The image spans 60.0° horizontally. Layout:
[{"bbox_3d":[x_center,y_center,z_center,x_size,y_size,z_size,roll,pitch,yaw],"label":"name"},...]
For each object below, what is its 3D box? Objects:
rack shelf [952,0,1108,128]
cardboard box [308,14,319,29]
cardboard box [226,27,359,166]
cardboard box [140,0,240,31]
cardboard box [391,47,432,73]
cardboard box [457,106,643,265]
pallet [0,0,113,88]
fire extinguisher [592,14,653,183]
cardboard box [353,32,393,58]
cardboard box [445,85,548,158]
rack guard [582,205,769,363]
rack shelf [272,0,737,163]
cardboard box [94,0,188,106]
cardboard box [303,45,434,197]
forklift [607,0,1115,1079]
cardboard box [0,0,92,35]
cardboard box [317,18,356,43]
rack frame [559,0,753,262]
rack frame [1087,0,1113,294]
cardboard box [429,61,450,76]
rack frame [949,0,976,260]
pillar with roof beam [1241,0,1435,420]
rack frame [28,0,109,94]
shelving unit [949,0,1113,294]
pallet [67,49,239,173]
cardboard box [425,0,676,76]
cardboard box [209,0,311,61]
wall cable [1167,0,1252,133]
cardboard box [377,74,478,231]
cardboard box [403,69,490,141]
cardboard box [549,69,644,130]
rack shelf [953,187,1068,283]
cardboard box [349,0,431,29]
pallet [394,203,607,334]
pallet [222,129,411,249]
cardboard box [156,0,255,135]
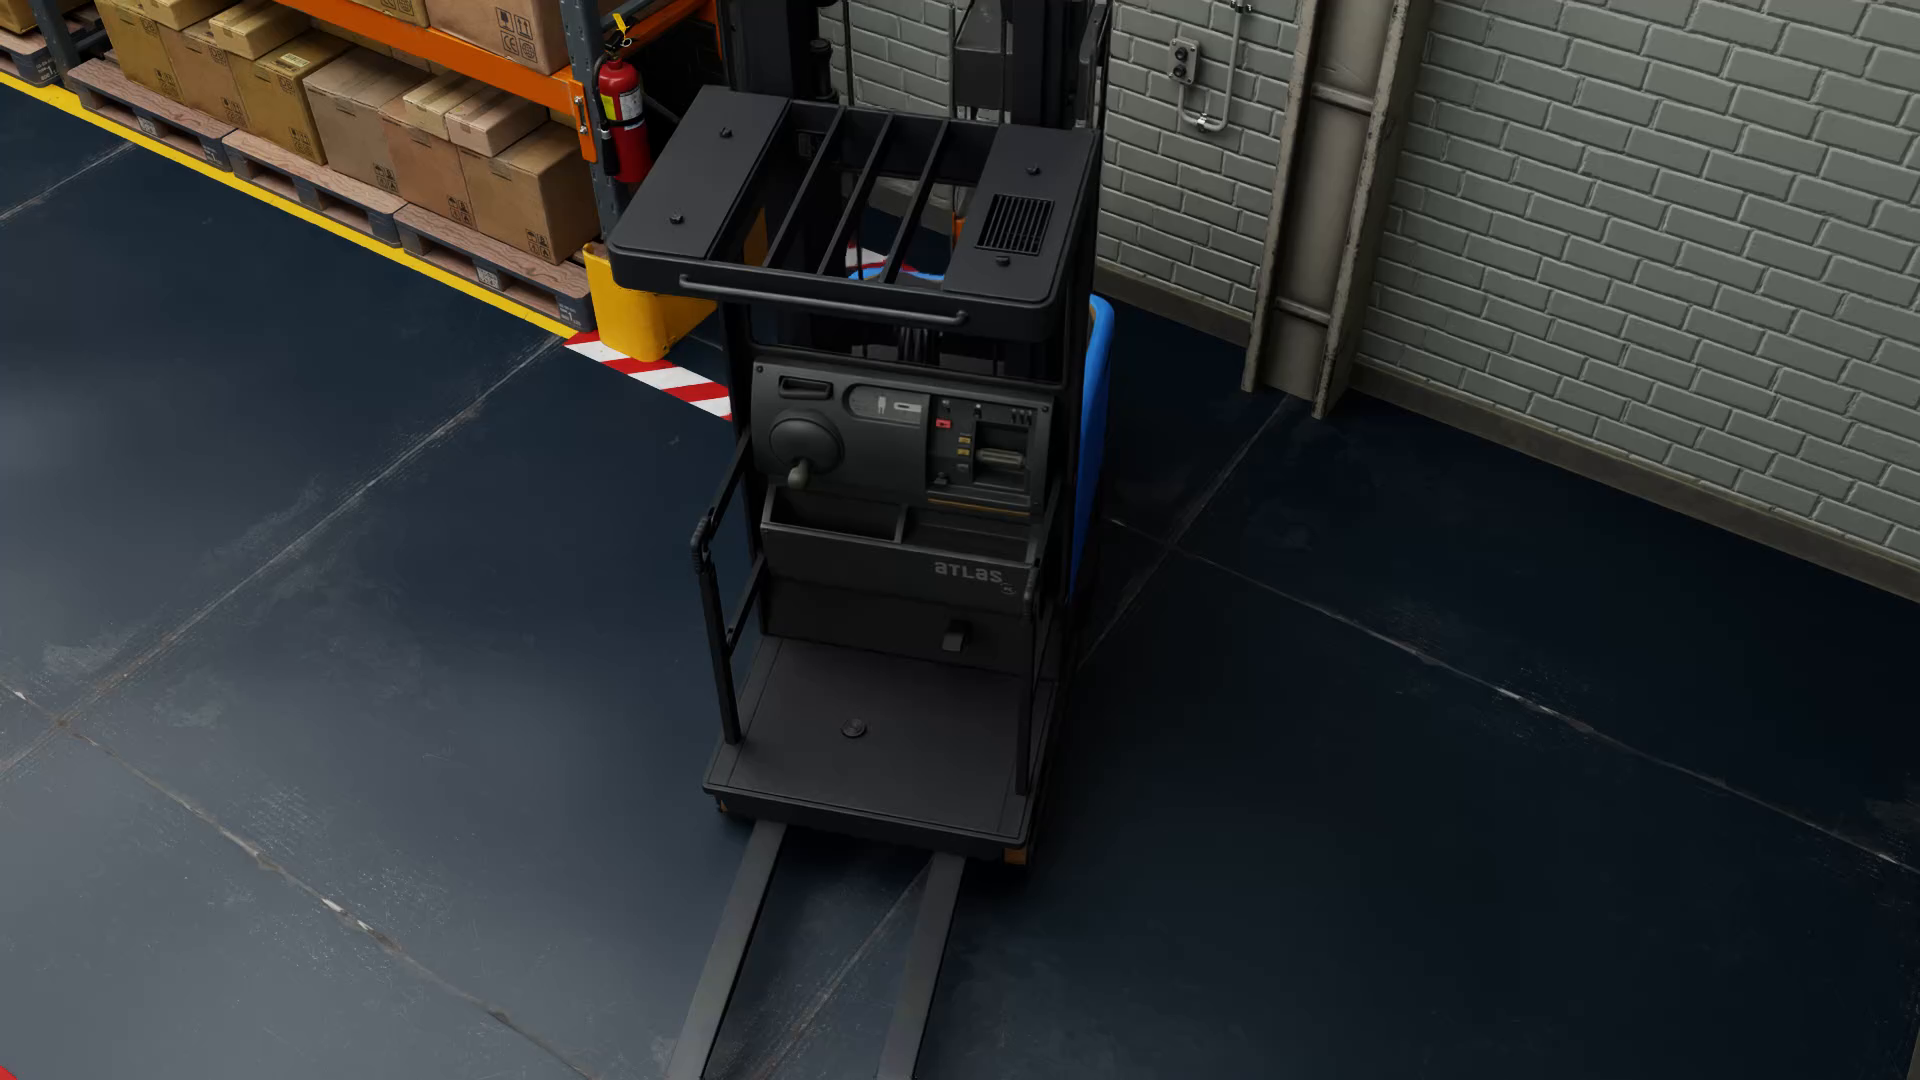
[{"bbox_3d":[0.251,-1.622,5.905,0.480,0.518,0.431,9,46,8],"label":"rack shelf"},{"bbox_3d":[-3.170,-2.731,8.310,0.250,0.149,0.380,25,51,22],"label":"cardboard box"},{"bbox_3d":[-3.183,-2.335,8.378,0.500,0.500,0.700,26,51,23],"label":"cardboard box"},{"bbox_3d":[-3.845,-2.715,8.295,0.250,0.149,0.380,26,51,23],"label":"cardboard box"},{"bbox_3d":[-2.523,-2.434,8.022,0.250,0.149,0.380,25,51,23],"label":"cardboard box"},{"bbox_3d":[-1.885,-1.745,7.804,0.500,0.500,0.700,25,51,22],"label":"cardboard box"},{"bbox_3d":[-5.299,-3.089,9.605,1.213,0.211,1.003,25,51,22],"label":"pallet"},{"bbox_3d":[-1.364,-1.765,6.688,0.183,0.674,0.296,25,51,22],"label":"fire extinguisher"},{"bbox_3d":[-2.740,-2.533,8.118,0.250,0.149,0.380,25,51,22],"label":"cardboard box"},{"bbox_3d":[-2.091,-1.911,7.513,0.250,0.149,0.380,24,51,22],"label":"cardboard box"},{"bbox_3d":[-1.221,-1.379,7.741,0.348,0.500,1.175,25,51,22],"label":"rack guard"},{"bbox_3d":[-2.925,-2.783,7.864,4.000,0.370,1.077,25,51,22],"label":"rack shelf"},{"bbox_3d":[-4.034,-2.732,8.763,0.500,0.500,0.700,25,51,23],"label":"cardboard box"},{"bbox_3d":[-2.730,-2.133,8.181,0.500,0.500,0.700,23,50,21],"label":"cardboard box"},{"bbox_3d":[-0.226,-0.215,4.915,1.130,2.935,3.031,9,46,8],"label":"forklift"},{"bbox_3d":[-5.226,-3.378,9.147,0.750,0.750,0.750,25,51,23],"label":"cardboard box"},{"bbox_3d":[-2.953,-2.632,8.214,0.250,0.149,0.380,24,50,21],"label":"cardboard box"},{"bbox_3d":[-1.242,-2.259,6.854,0.127,3.000,1.000,25,51,22],"label":"rack frame"},{"bbox_3d":[0.489,-1.107,6.361,0.015,2.100,0.400,9,46,8],"label":"rack frame"},{"bbox_3d":[-2.309,-2.336,7.927,0.250,0.149,0.380,25,51,22],"label":"cardboard box"},{"bbox_3d":[0.012,-1.180,6.433,0.015,2.100,0.400,9,46,8],"label":"rack frame"},{"bbox_3d":[-0.826,-1.228,1.669,0.400,9.000,9.100,25,51,22],"label":"pillar with roof beam"},{"bbox_3d":[-4.609,-3.808,8.359,0.127,3.000,1.000,25,51,22],"label":"rack frame"},{"bbox_3d":[0.251,-1.143,6.397,0.503,2.100,0.431,9,46,8],"label":"shelving unit"},{"bbox_3d":[-4.011,-2.495,9.027,1.213,0.211,1.003,25,51,22],"label":"pallet"},{"bbox_3d":[-1.676,-2.555,6.932,0.700,0.700,0.980,27,52,24],"label":"cardboard box"},{"bbox_3d":[-3.405,-2.513,8.098,0.250,0.149,0.380,23,50,21],"label":"cardboard box"},{"bbox_3d":[0.347,-2.689,6.563,1.851,1.984,0.084,25,51,22],"label":"wall cable"},{"bbox_3d":[-2.306,-1.939,7.993,0.500,0.500,0.700,25,51,22],"label":"cardboard box"},{"bbox_3d":[-2.307,-2.009,7.609,0.250,0.149,0.380,26,51,23],"label":"cardboard box"},{"bbox_3d":[-1.672,-2.044,7.642,0.250,0.149,0.380,25,51,22],"label":"cardboard box"},{"bbox_3d":[0.251,-1.134,6.407,0.480,0.518,0.431,9,46,8],"label":"rack shelf"},{"bbox_3d":[-2.295,-2.830,7.199,0.700,0.700,0.980,24,51,22],"label":"cardboard box"},{"bbox_3d":[-1.957,-1.550,8.109,1.213,0.211,1.003,25,51,22],"label":"pallet"},{"bbox_3d":[-2.980,-2.023,8.568,1.213,0.211,1.003,25,51,22],"label":"pallet"},{"bbox_3d":[-3.613,-2.535,8.572,0.500,0.500,0.700,24,51,22],"label":"cardboard box"}]
